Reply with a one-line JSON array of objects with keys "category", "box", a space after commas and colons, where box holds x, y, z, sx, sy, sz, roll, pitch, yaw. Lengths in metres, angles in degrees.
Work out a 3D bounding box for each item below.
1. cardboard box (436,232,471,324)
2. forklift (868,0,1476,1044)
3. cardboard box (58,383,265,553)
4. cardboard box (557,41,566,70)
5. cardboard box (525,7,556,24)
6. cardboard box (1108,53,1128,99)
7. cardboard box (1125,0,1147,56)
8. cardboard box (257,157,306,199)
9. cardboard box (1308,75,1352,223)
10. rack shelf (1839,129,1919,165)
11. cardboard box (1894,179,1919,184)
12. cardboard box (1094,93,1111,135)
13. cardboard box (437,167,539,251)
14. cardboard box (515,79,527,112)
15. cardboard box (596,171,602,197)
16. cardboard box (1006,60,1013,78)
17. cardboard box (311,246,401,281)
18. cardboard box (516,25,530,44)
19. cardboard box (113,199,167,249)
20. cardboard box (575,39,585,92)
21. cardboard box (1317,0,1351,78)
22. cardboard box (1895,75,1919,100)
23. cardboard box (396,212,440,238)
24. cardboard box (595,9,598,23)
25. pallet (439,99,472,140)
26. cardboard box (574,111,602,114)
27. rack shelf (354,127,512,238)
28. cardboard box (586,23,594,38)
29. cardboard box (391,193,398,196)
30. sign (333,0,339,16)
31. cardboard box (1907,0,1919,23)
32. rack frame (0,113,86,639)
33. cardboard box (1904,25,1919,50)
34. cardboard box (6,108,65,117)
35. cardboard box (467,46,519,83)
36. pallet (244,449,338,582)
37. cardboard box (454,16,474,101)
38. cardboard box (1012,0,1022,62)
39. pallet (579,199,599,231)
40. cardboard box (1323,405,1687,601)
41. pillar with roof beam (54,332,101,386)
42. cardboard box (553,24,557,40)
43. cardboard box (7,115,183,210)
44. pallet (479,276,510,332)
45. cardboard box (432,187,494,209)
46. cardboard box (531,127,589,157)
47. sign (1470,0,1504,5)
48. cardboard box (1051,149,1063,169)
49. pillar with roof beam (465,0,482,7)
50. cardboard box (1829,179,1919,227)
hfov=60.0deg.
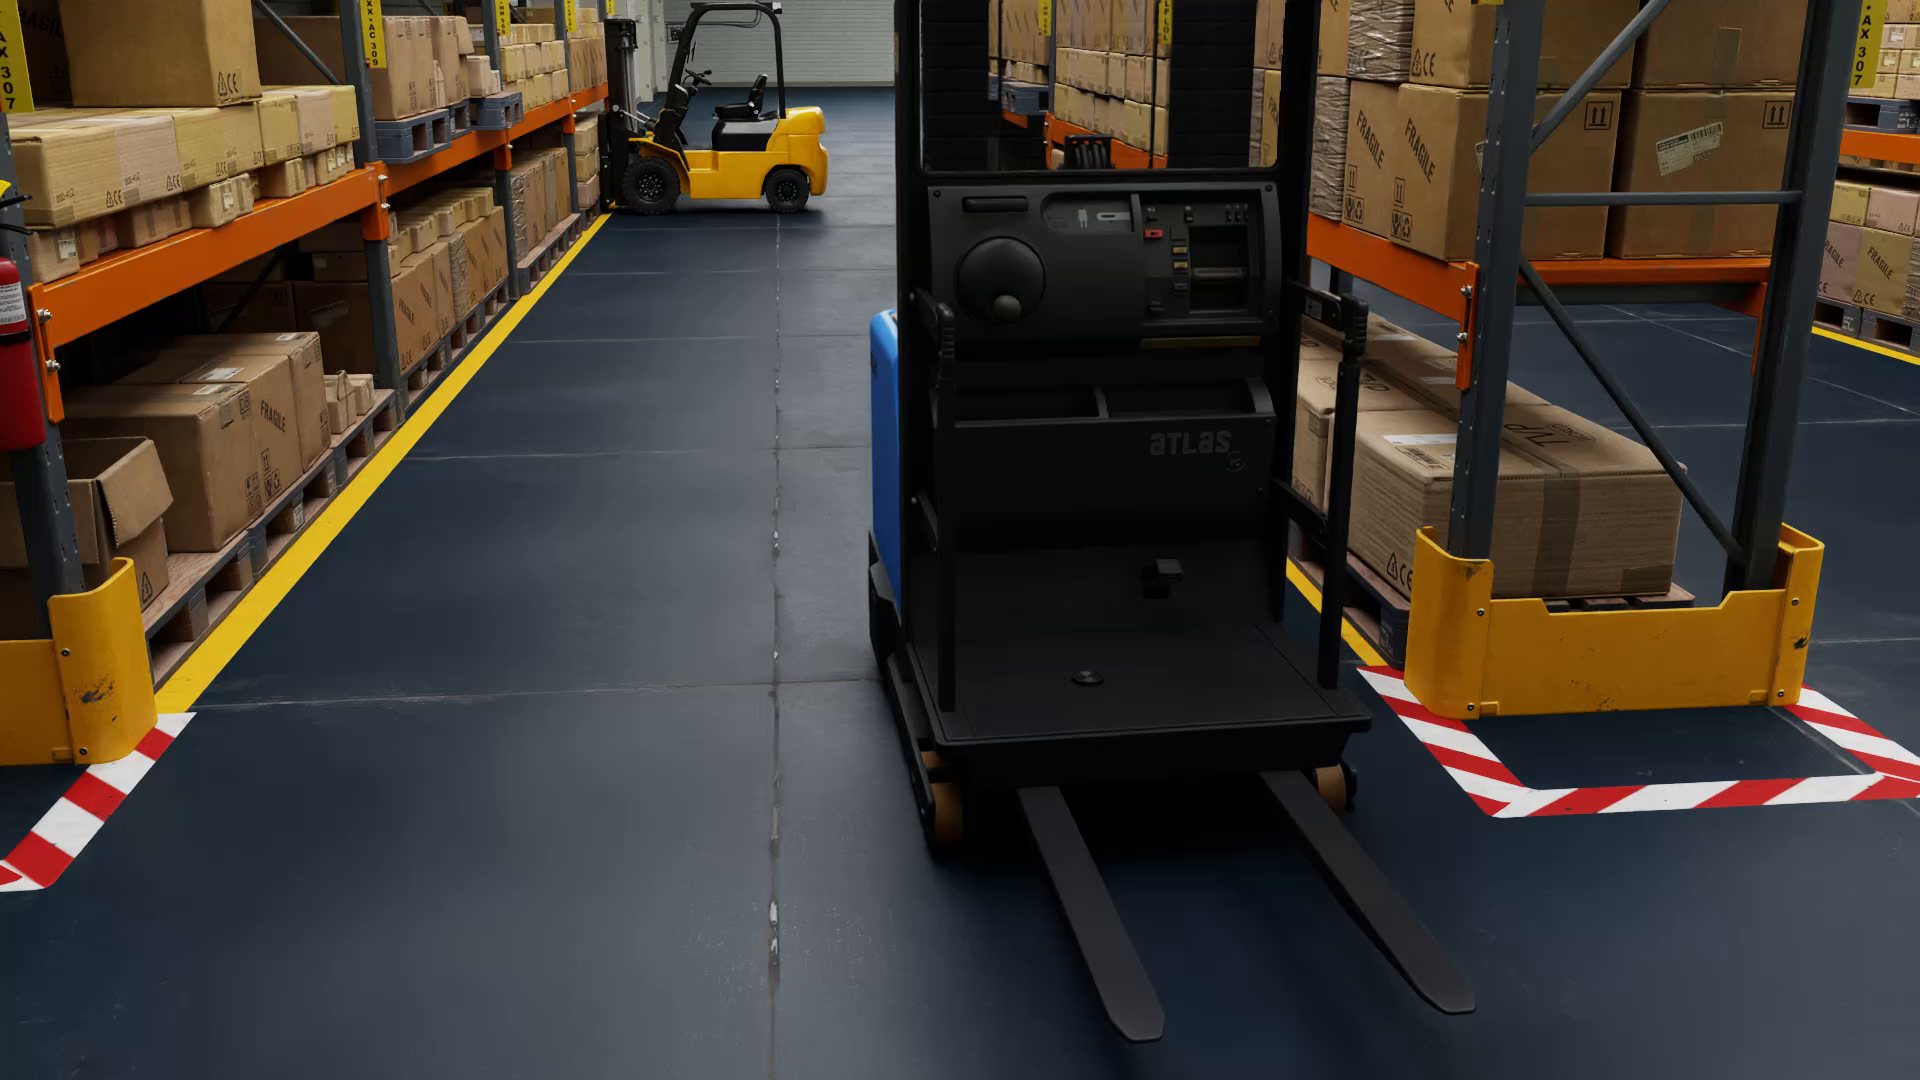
[{"category": "cardboard box", "box": [-3.347, -1.626, 10.322, 0.500, 0.500, 0.500, -2, 18, -8]}, {"category": "forklift", "box": [0.415, -0.736, 4.129, 1.130, 2.935, 3.031, -3, 18, -8]}, {"category": "cardboard box", "box": [-2.968, -0.263, 5.978, 0.700, 0.500, 0.500, -1, 17, -3]}, {"category": "cardboard box", "box": [-3.882, -4.418, 15.157, 0.500, 0.250, 0.500, -2, 18, -7]}, {"category": "cardboard box", "box": [-3.925, -4.992, 15.825, 0.380, 0.149, 0.250, -1, 17, -5]}, {"category": "cardboard box", "box": [1.169, -2.754, 9.856, 0.500, 0.250, 0.500, -1, 17, -4]}, {"category": "cardboard box", "box": [1.218, -2.964, 9.275, 0.500, 0.500, 0.500, -1, 17, -5]}, {"category": "cardboard box", "box": [-2.924, -1.491, 6.837, 0.380, 0.149, 0.250, -2, 18, -6]}, {"category": "cardboard box", "box": [1.575, -1.455, 6.135, 0.500, 0.500, 0.500, -1, 17, -4]}, {"category": "rack shelf", "box": [6.281, -2.596, 11.139, 1.077, 0.370, 4.000, -2, 18, -6]}, {"category": "cardboard box", "box": [6.569, -2.248, 11.049, 0.500, 0.250, 0.500, -1, 17, -4]}, {"category": "cardboard box", "box": [1.135, -2.671, 10.427, 0.500, 0.250, 0.500, -2, 18, -6]}, {"category": "cardboard box", "box": [-3.901, -2.645, 13.359, 0.875, 0.625, 0.625, -1, 17, -4]}, {"category": "cardboard box", "box": [-3.624, -3.416, 12.799, 0.500, 0.250, 0.500, -2, 18, -7]}, {"category": "cardboard box", "box": [-4.044, -3.735, 17.457, 0.500, 0.250, 0.500, -1, 17, -5]}, {"category": "cardboard box", "box": [0.599, -4.060, 14.321, 0.380, 0.149, 0.250, -1, 17, -4]}, {"category": "cardboard box", "box": [-3.135, -1.438, 8.639, 0.380, 0.149, 0.250, -1, 17, -3]}, {"category": "cardboard box", "box": [-3.658, -4.043, 13.297, 0.380, 0.149, 0.250, -1, 17, -4]}, {"category": "cardboard box", "box": [-2.810, -1.029, 5.367, 0.380, 0.149, 0.250, -1, 17, -4]}, {"category": "cardboard box", "box": [-4.044, -4.732, 16.574, 0.500, 0.500, 0.500, -1, 17, -5]}, {"category": "cardboard box", "box": [1.570, -1.932, 5.986, 0.500, 0.500, 0.500, -2, 18, -6]}, {"category": "cardboard box", "box": [6.139, -2.845, 10.449, 0.380, 0.149, 0.250, -3, 18, -8]}, {"category": "cardboard box", "box": [-3.388, -1.905, 10.125, 0.380, 0.149, 0.250, -2, 18, -5]}, {"category": "cardboard box", "box": [-4.243, -5.830, 18.493, 0.380, 0.149, 0.250, -1, 17, -4]}, {"category": "pallet", "box": [-3.570, -2.527, 10.037, 1.003, 0.211, 1.213, -2, 18, -6]}, {"category": "cardboard box", "box": [-4.242, -4.819, 19.239, 0.500, 0.250, 0.500, -1, 17, -4]}, {"category": "rack shelf", "box": [-3.569, -2.258, 10.064, 1.077, 0.370, 4.000, -2, 18, -6]}, {"category": "cardboard box", "box": [-4.129, -5.462, 17.817, 0.380, 0.149, 0.250, -2, 18, -5]}, {"category": "cardboard box", "box": [-4.030, -2.270, 11.288, 0.380, 0.149, 0.250, -1, 17, -4]}, {"category": "sign", "box": [-4.327, -3.732, 11.623, 0.100, 0.325, 0.005, -2, 18, -6]}, {"category": "cardboard box", "box": [10.286, -5.642, 17.308, 0.500, 0.500, 0.500, -2, 18, -6]}, {"category": "rack frame", "box": [-2.950, -0.814, 4.262, 1.000, 3.000, 0.127, -2, 18, -6]}, {"category": "cardboard box", "box": [6.150, -3.130, 10.363, 0.380, 0.149, 0.250, -2, 18, -7]}, {"category": "cardboard box", "box": [-3.359, -1.314, 5.610, 0.500, 0.250, 0.500, -1, 17, -4]}, {"category": "cardboard box", "box": [-3.553, -3.505, 12.249, 0.500, 0.250, 0.500, -2, 18, -6]}, {"category": "pallet", "box": [-3.163, -0.106, 6.663, 1.003, 0.211, 1.213, -2, 18, -6]}, {"category": "cardboard box", "box": [-3.423, -2.966, 10.245, 0.797, 0.503, 0.637, -2, 18, -7]}, {"category": "cardboard box", "box": [0.721, -4.173, 13.596, 0.500, 0.500, 0.500, -3, 18, -9]}, {"category": "pallet", "box": [-4.228, -3.297, 16.826, 1.003, 0.211, 1.213, -2, 18, -6]}, {"category": "cardboard box", "box": [1.820, -0.140, 5.691, 0.875, 0.438, 0.875, -2, 18, -8]}, {"category": "pillar with roof beam", "box": [0.095, -4.766, 6.833, 9.100, 9.000, 0.400, -2, 18, -6]}, {"category": "cardboard box", "box": [-3.959, -4.849, 15.866, 0.380, 0.149, 0.250, -2, 18, -7]}, {"category": "cardboard box", "box": [-2.781, -1.178, 5.175, 0.500, 0.250, 0.500, -2, 17, -5]}, {"category": "pallet", "box": [-3.735, -1.643, 11.559, 1.003, 0.211, 1.213, -2, 18, -6]}, {"category": "cardboard box", "box": [-3.472, -2.375, 11.624, 0.380, 0.149, 0.250, -3, 18, -8]}, {"category": "cardboard box", "box": [-3.925, -3.908, 16.339, 0.500, 0.250, 0.500, -2, 18, -6]}, {"category": "sign", "box": [1.446, -1.621, 4.505, 0.100, 0.325, 0.005, -2, 18, -6]}, {"category": "cardboard box", "box": [1.151, -2.330, 11.937, 0.875, 0.875, 0.875, -2, 18, -6]}, {"category": "pillar with roof beam", "box": [-1.143, -8.341, 18.221, 9.100, 9.000, 0.400, -2, 18, -6]}, {"category": "cardboard box", "box": [6.051, -2.233, 11.003, 0.500, 0.250, 0.500, -3, 18, -8]}]
